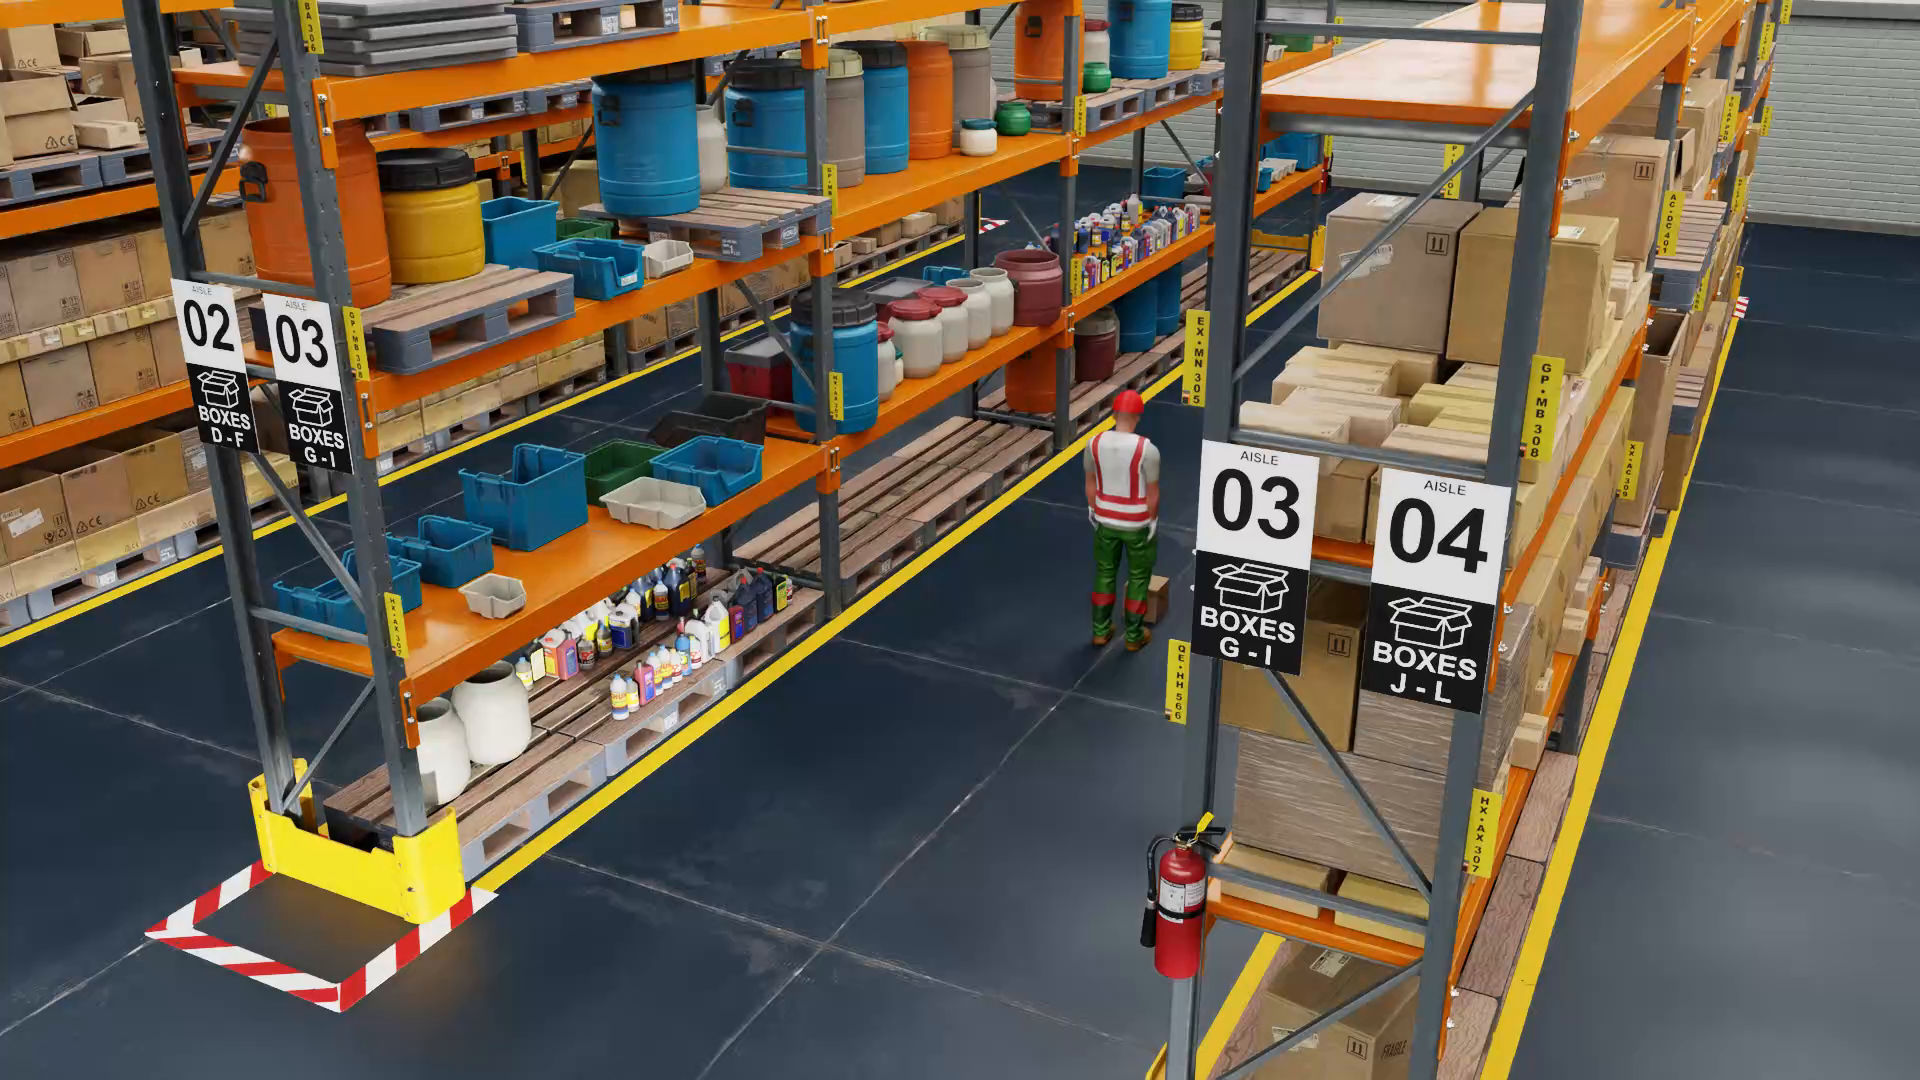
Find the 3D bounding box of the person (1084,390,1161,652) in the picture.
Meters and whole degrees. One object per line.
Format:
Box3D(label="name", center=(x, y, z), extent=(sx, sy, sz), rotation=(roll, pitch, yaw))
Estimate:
Box3D(label="person", center=(1.083, -0.134, 11.073), extent=(0.530, 1.777, 0.371), rotation=(12, 25, 26))
